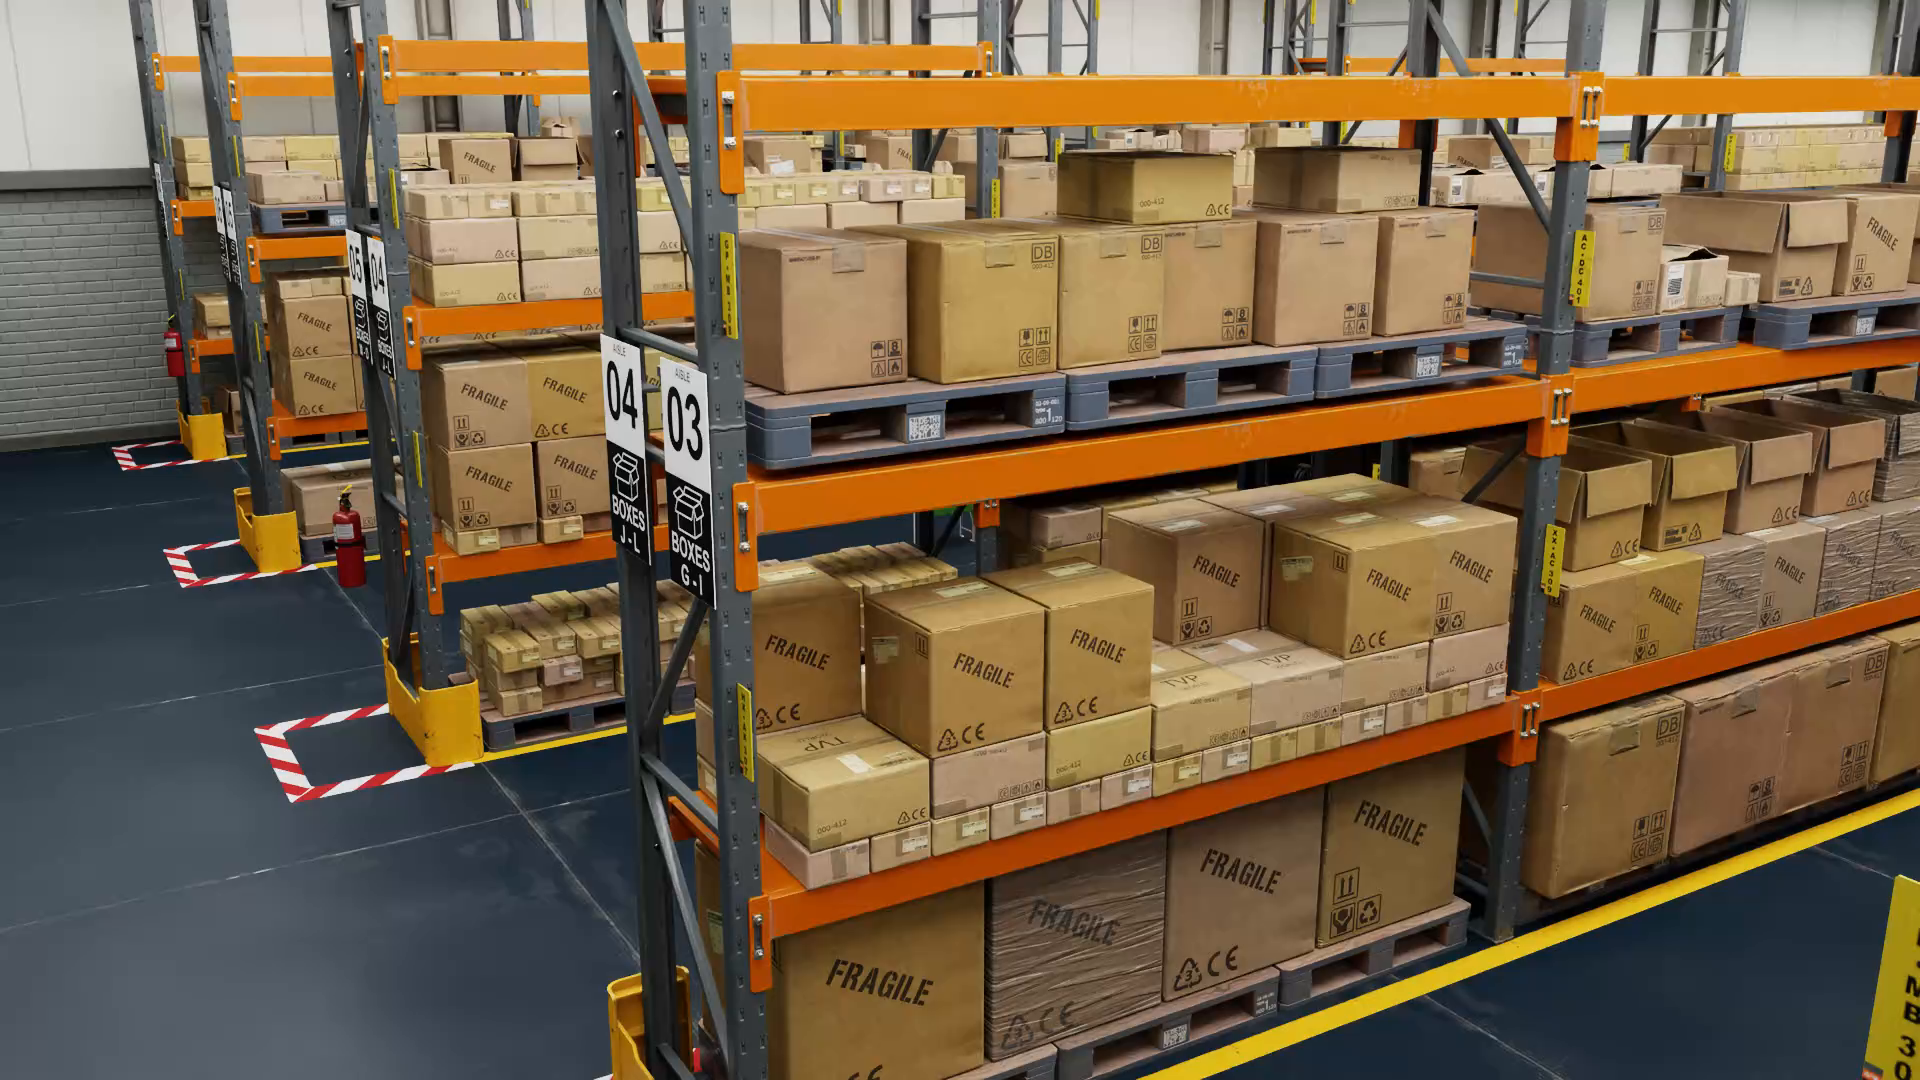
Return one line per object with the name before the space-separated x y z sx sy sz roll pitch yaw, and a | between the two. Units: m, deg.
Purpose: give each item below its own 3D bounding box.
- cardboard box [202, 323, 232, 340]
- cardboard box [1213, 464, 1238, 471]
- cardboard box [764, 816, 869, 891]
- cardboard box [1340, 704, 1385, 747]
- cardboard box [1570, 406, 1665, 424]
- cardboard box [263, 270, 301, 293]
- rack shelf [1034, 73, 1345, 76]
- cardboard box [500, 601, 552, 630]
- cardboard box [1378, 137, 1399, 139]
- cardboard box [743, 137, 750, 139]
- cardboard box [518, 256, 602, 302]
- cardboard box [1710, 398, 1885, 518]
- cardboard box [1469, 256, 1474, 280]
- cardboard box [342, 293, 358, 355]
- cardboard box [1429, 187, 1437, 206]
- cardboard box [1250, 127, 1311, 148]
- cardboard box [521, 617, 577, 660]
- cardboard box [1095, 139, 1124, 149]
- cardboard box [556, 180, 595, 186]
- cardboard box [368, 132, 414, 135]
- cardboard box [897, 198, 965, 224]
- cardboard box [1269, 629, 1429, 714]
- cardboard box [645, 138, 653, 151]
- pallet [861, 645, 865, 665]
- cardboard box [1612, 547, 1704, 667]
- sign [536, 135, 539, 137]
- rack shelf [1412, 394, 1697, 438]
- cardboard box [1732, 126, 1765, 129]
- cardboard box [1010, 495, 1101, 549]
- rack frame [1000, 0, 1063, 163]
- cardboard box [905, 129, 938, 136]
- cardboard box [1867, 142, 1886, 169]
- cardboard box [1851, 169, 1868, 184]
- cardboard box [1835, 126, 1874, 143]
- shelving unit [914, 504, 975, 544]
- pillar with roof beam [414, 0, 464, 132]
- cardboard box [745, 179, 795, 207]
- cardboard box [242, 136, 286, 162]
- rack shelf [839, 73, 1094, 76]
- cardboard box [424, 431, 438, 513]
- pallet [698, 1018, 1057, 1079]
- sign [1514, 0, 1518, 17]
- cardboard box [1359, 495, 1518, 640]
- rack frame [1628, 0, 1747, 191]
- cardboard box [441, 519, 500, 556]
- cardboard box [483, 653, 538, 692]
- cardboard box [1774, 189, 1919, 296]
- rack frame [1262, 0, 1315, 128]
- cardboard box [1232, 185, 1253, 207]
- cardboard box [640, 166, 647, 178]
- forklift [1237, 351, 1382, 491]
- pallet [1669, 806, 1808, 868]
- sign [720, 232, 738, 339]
cardboard box | -8.245 -2.325 18.451 0.250 0.149 0.380 -9 18 -30
cardboard box | 2.234 -0.546 14.103 0.500 0.250 0.500 -9 18 -30
cardboard box | -0.531 1.125 6.143 0.250 0.149 0.380 -9 18 -29
cardboard box | 1.670 0.768 7.419 0.250 0.149 0.380 -9 18 -29
cardboard box | 6.328 -0.864 16.165 0.750 0.750 1.050 -9 18 -30
cardboard box | -5.904 -2.254 14.493 0.250 0.149 0.380 -9 18 -29
rack shelf | 2.463 -5.055 18.686 4.000 0.370 1.077 -9 18 -30
cardboard box | -2.905 0.546 11.146 0.250 0.149 0.380 -9 18 -29
cardboard box | 5.414 -4.981 20.894 0.250 0.149 0.380 -9 18 -29
cardboard box | -2.850 -5.022 21.038 0.250 0.149 0.380 -10 18 -31
cardboard box | -2.503 -1.632 10.234 0.500 0.250 0.500 -9 18 -28
cardboard box | 4.657 -0.478 9.354 0.637 0.503 0.797 -9 18 -28
cardboard box | 6.421 -3.454 21.280 0.500 0.500 0.500 -9 18 -30
cardboard box | -5.111 -1.919 14.502 0.500 0.500 0.500 -10 18 -31
cardboard box | 3.753 -2.879 13.909 0.250 0.149 0.380 -10 19 -32
cardboard box | 3.746 -4.688 19.435 0.500 0.250 0.500 -9 18 -28
cardboard box | -2.674 0.639 10.813 0.250 0.149 0.380 -9 18 -29
cardboard box | 2.159 -5.697 23.962 0.250 0.149 0.380 -9 18 -29
cardboard box | -2.439 -2.234 10.717 0.250 0.149 0.380 -10 18 -31
cardboard box | -6.682 -4.626 19.439 0.500 0.250 0.500 -9 18 -30
cardboard box | -0.309 -2.230 11.443 0.500 0.250 0.500 -10 19 -32
cardboard box | 1.738 0.545 7.475 0.500 0.250 0.500 -9 18 -28
cardboard box | -3.930 -4.846 20.375 0.250 0.149 0.380 -9 18 -29
pallet | -0.602 0.704 12.347 1.213 0.211 1.003 -9 18 -30
cardboard box | 3.377 0.297 8.448 0.500 0.500 0.500 -9 18 -30
sign | -4.954 -4.588 19.545 0.005 0.325 0.100 -9 18 -30
rack shelf | 5.099 -1.228 15.406 4.000 0.370 1.077 -9 18 -30
cardboard box | 7.831 -4.076 16.699 0.250 0.149 0.380 -9 18 -30
cardboard box | 0.725 -0.142 12.661 0.500 0.250 0.500 -10 19 -32
rack frame | 0.749 -5.316 17.543 0.127 3.000 1.000 -9 18 -30
cardboard box | -0.683 -5.456 22.450 0.500 0.500 0.700 -10 18 -31
cardboard box | 9.106 -3.902 16.820 0.500 0.250 0.500 -9 18 -30
cardboard box | 8.824 -3.646 16.642 0.250 0.149 0.380 -9 18 -29
cardboard box | 8.821 -4.029 16.532 0.250 0.149 0.380 -9 18 -29
shelving unit | -0.142 -0.555 15.006 0.503 1.200 0.258 -9 18 -30
pillar with roof beam | -4.084 -5.024 16.500 0.400 9.000 9.100 -9 18 -30
cardboard box | -1.267 -2.253 10.784 0.250 0.149 0.380 -9 18 -30
cardboard box | -7.713 -4.289 18.238 0.500 0.250 0.500 -9 18 -30
rack shelf | -0.096 -6.203 22.781 4.000 0.370 1.077 -9 18 -30
cardboard box | -3.220 -0.498 10.731 0.500 0.500 0.500 -9 18 -29
pallet | -0.360 2.191 7.043 1.213 0.211 1.003 -9 18 -30
sign | 7.327 -7.042 21.821 0.005 0.325 0.100 -9 18 -30
cardboard box | 2.167 0.115 7.620 0.500 0.500 0.500 -9 18 -28
rack frame | 6.813 -4.741 15.491 0.127 3.000 1.000 -9 18 -30
cardboard box | -3.026 -0.032 10.274 0.250 0.149 0.380 -9 18 -30
cardboard box | -2.892 0.830 10.686 0.250 0.149 0.380 -8 18 -27
cardboard box | 4.672 -1.588 8.835 0.500 0.500 0.500 -8 18 -27
rack frame | 5.047 -7.576 25.605 0.127 3.000 1.000 -9 18 -30
cardboard box | 2.173 -2.509 12.902 0.500 0.500 0.500 -9 18 -30
cardboard box | -3.063 -3.339 15.331 0.258 0.266 0.396 -9 18 -28
forklift | 2.640 -0.318 10.956 3.031 2.935 1.130 -9 18 -28
pallet | 4.093 1.469 9.620 1.213 0.211 1.003 -9 18 -30
sign | -0.724 -0.797 5.211 0.005 0.325 0.100 -9 18 -30
